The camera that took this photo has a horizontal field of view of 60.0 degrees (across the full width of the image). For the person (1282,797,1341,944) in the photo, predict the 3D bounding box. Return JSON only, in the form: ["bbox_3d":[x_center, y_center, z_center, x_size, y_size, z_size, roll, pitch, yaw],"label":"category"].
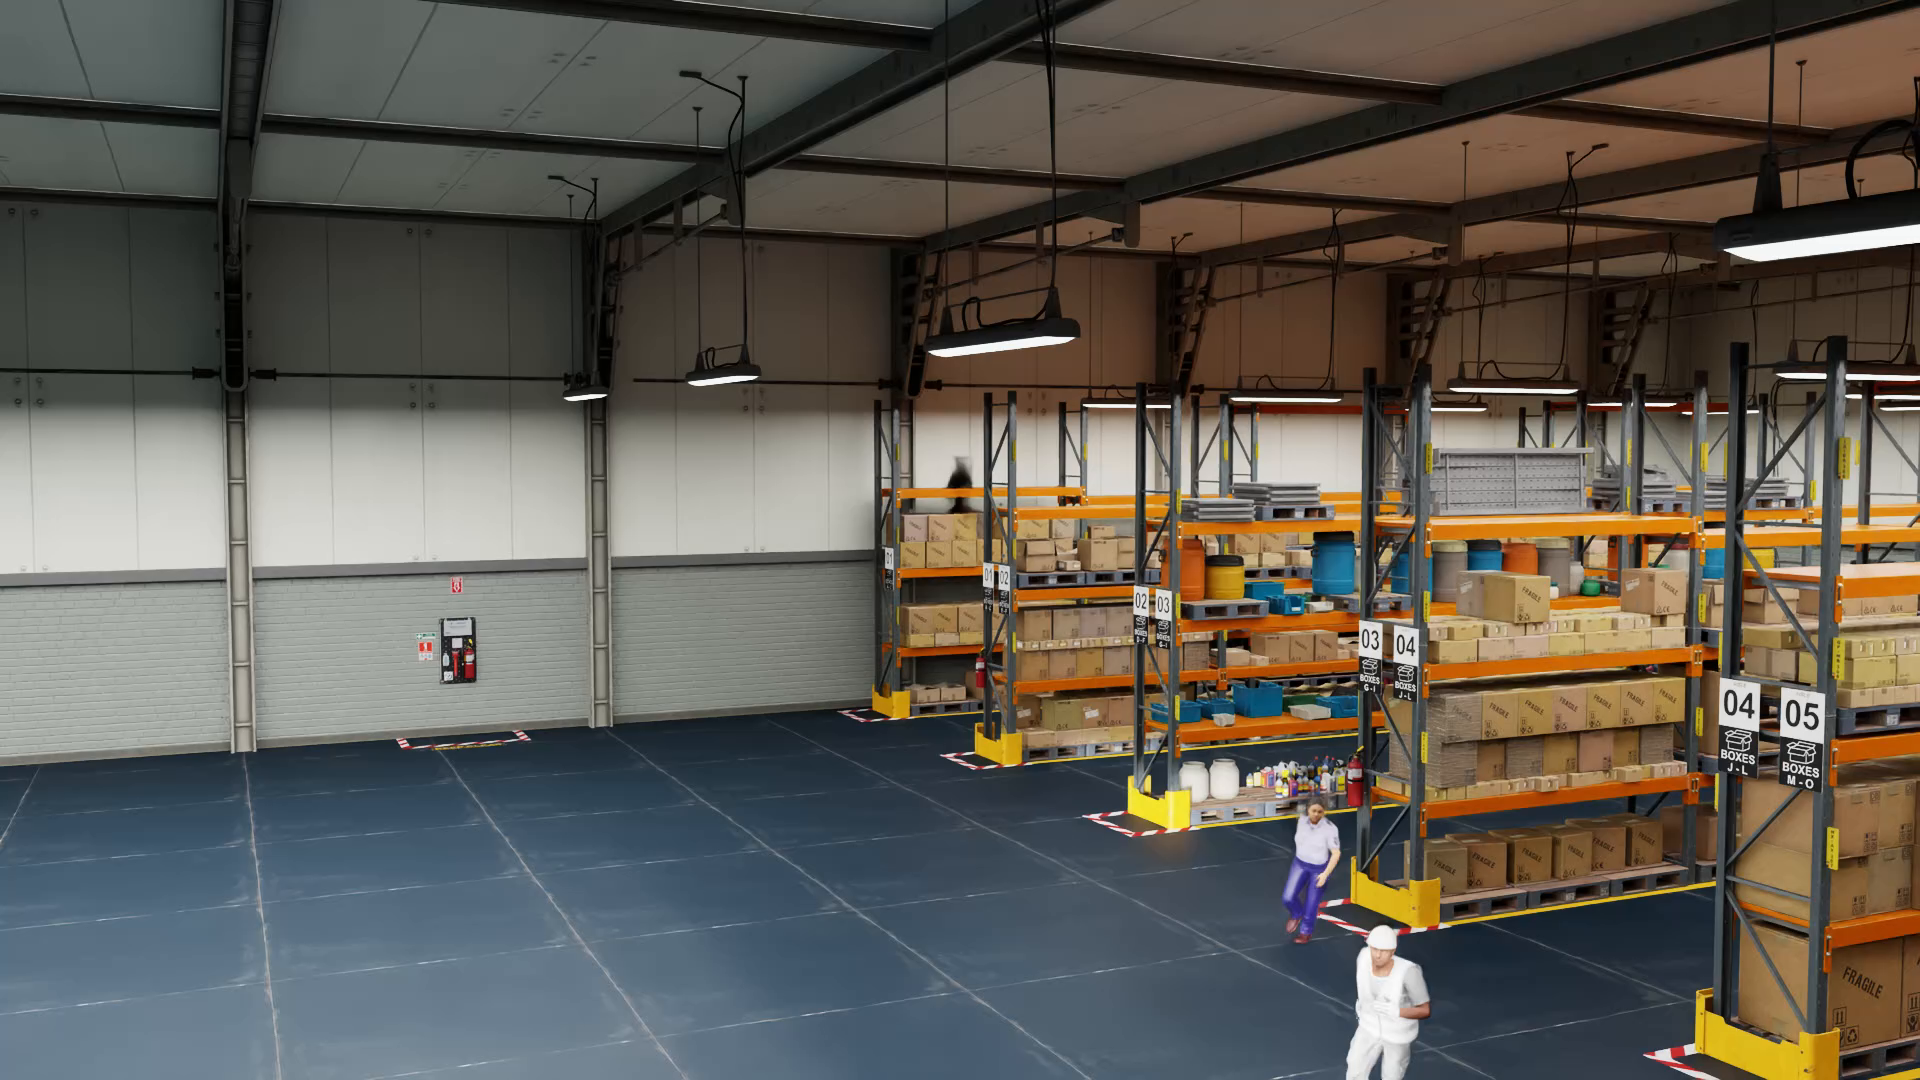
[{"bbox_3d":[3.610,3.381,17.051,0.643,1.578,0.679,2,4,30],"label":"person"}]

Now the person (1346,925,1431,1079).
[{"bbox_3d":[3.165,3.606,12.144,0.650,1.708,0.883,2,4,31],"label":"person"}]
